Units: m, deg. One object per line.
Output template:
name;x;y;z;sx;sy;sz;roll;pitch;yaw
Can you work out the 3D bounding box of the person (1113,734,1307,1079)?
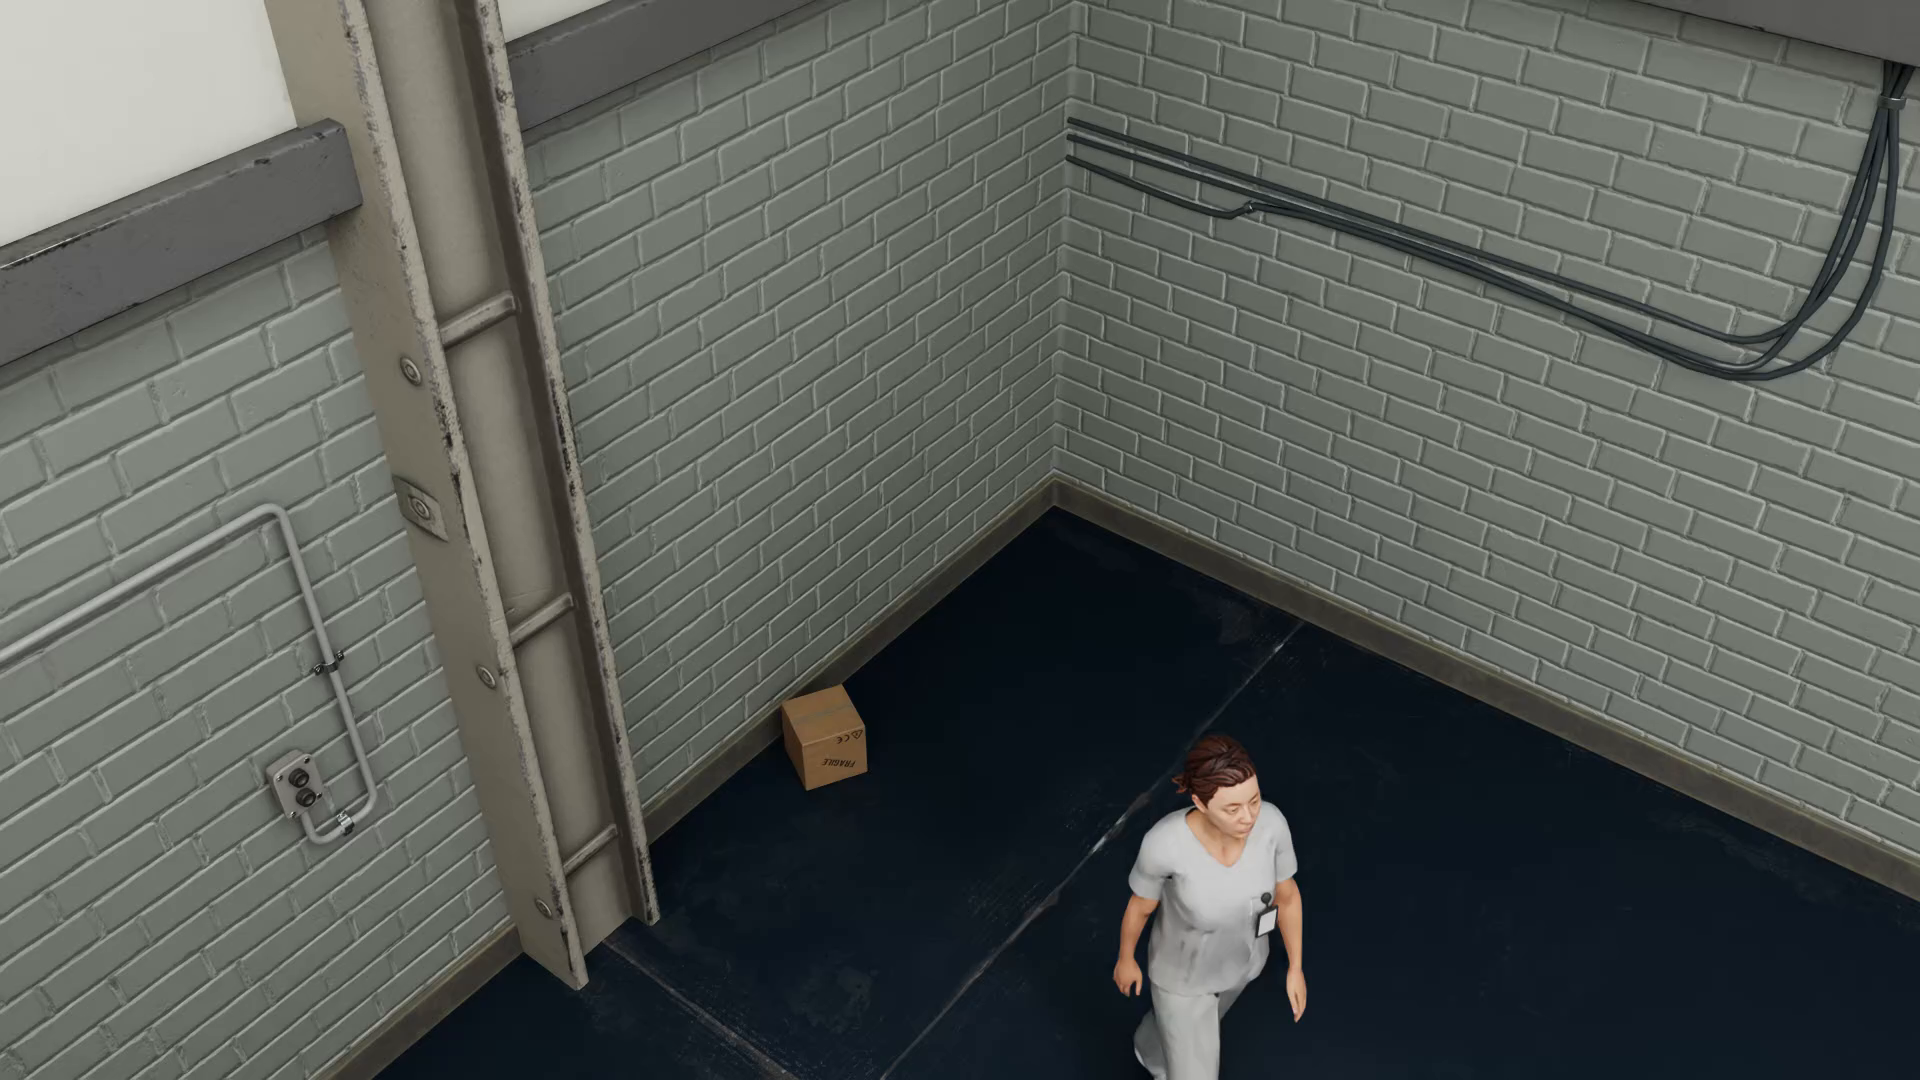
person;0.718;1.241;4.639;0.478;1.698;0.749;-14;41;-17
